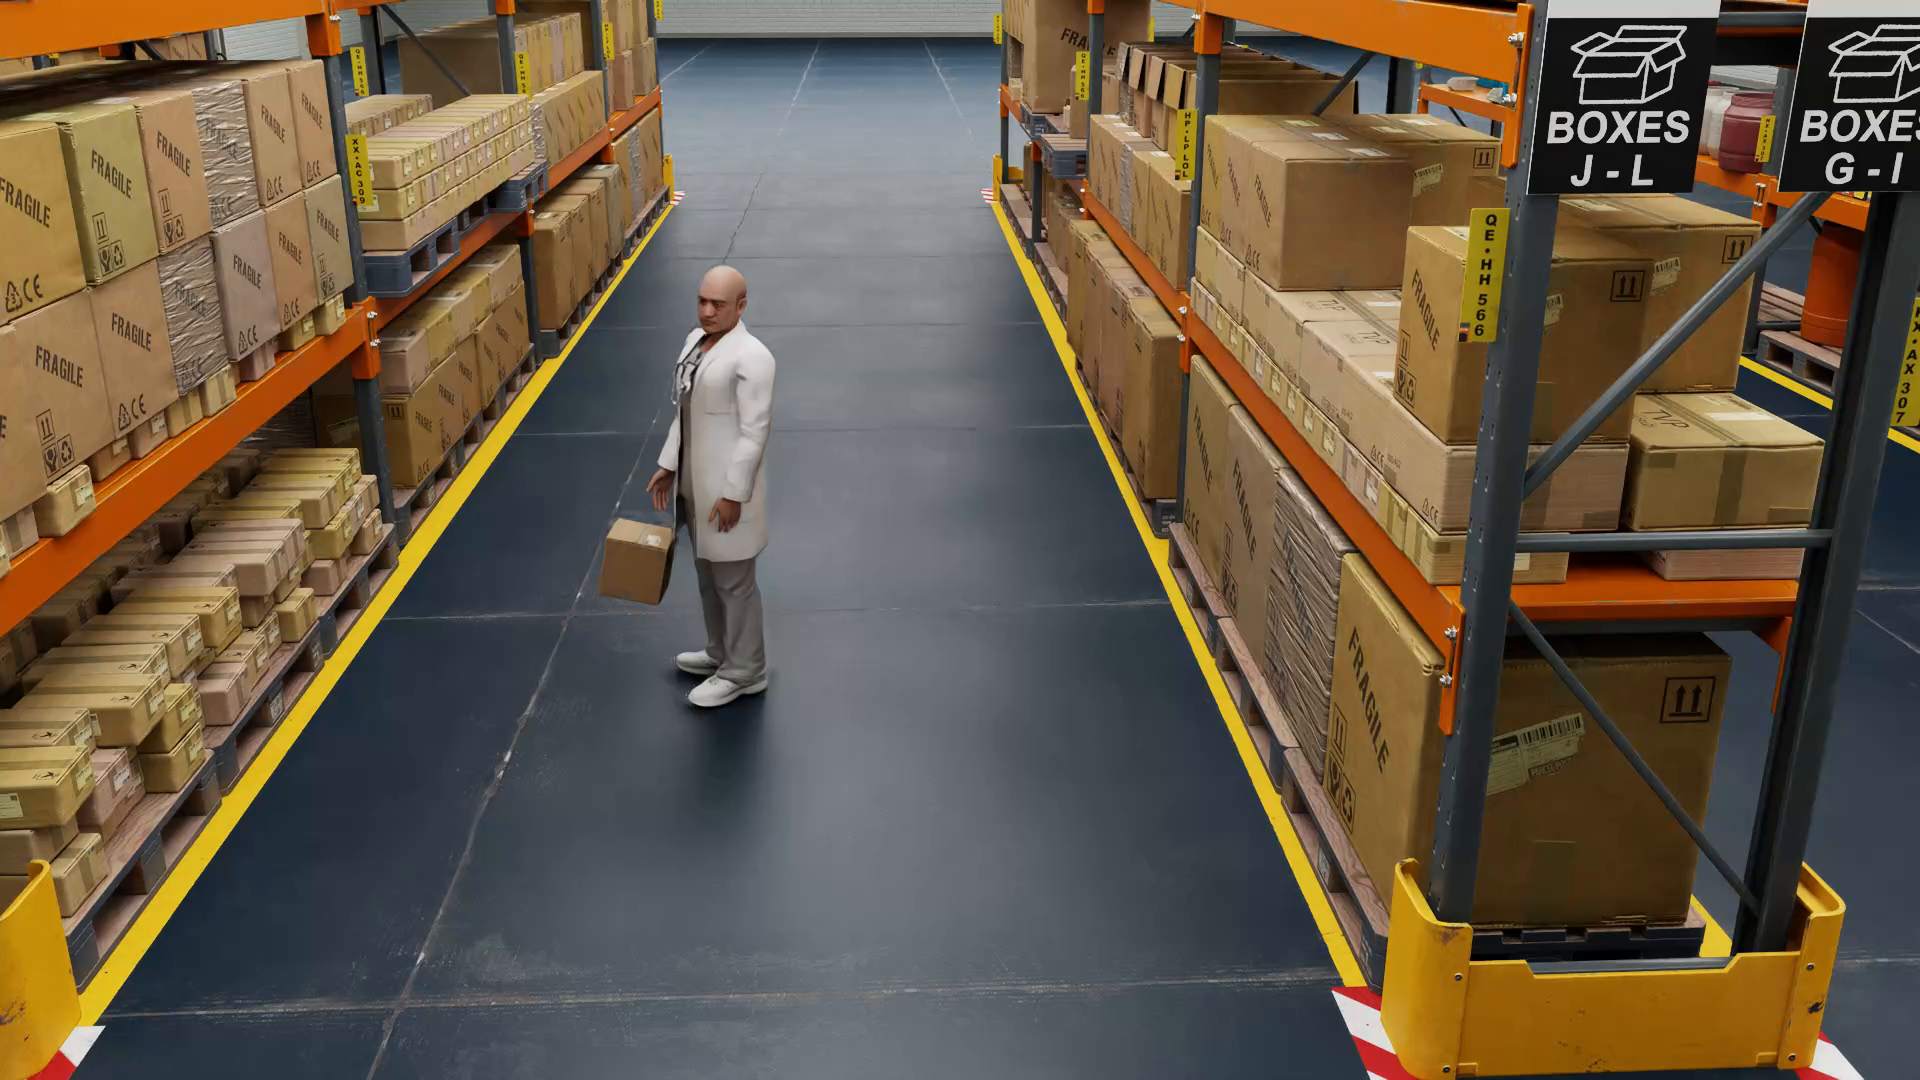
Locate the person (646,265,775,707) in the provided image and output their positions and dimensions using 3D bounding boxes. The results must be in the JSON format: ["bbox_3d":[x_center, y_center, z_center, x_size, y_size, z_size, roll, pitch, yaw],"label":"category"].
[{"bbox_3d":[-0.999,-0.206,6.615,0.404,1.785,0.671,-13,24,-31],"label":"person"}]
